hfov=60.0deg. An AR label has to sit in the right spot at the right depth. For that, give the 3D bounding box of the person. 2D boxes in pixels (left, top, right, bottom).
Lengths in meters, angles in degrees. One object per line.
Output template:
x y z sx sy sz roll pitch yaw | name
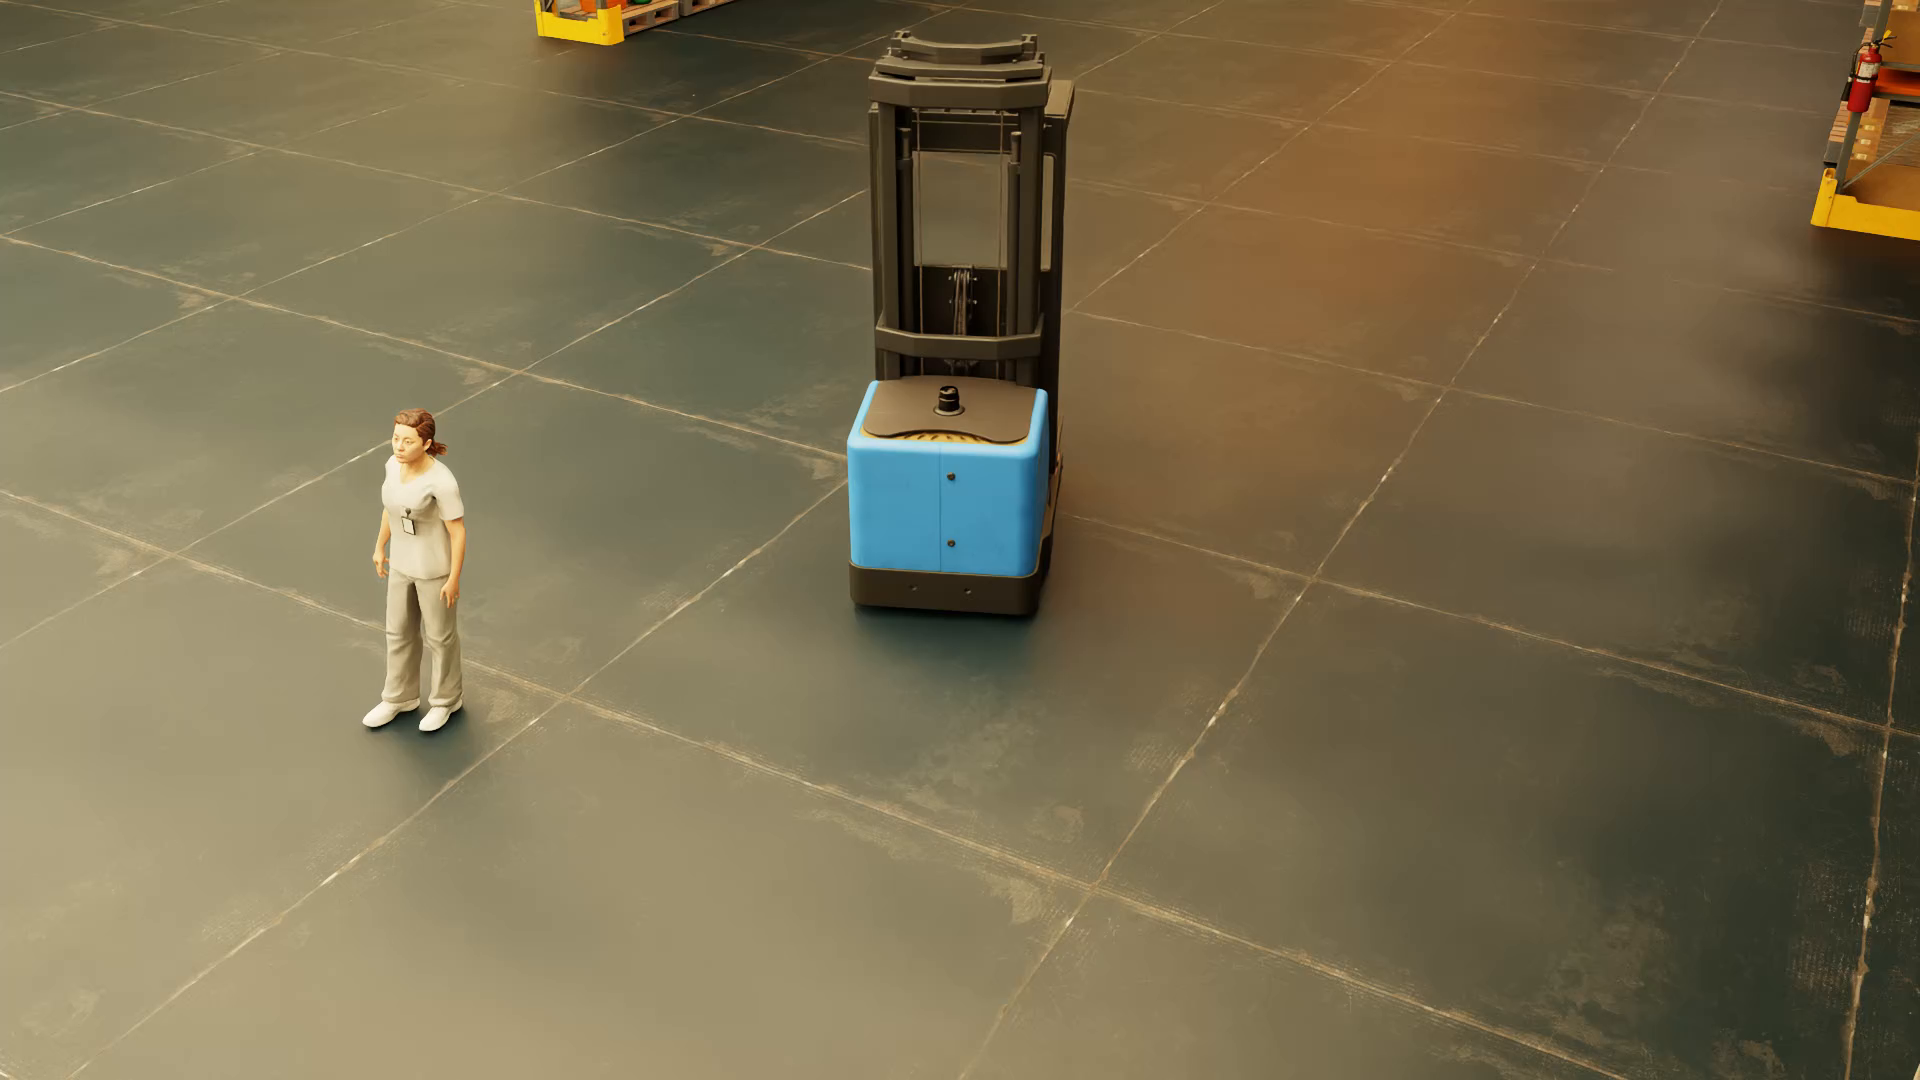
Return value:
-2.643 0.168 8.030 0.550 1.664 0.548 16 34 25 | person

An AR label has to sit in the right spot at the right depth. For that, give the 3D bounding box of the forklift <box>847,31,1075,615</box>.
0.072 -1.572 9.794 1.130 2.935 3.031 3 30 6 | forklift
